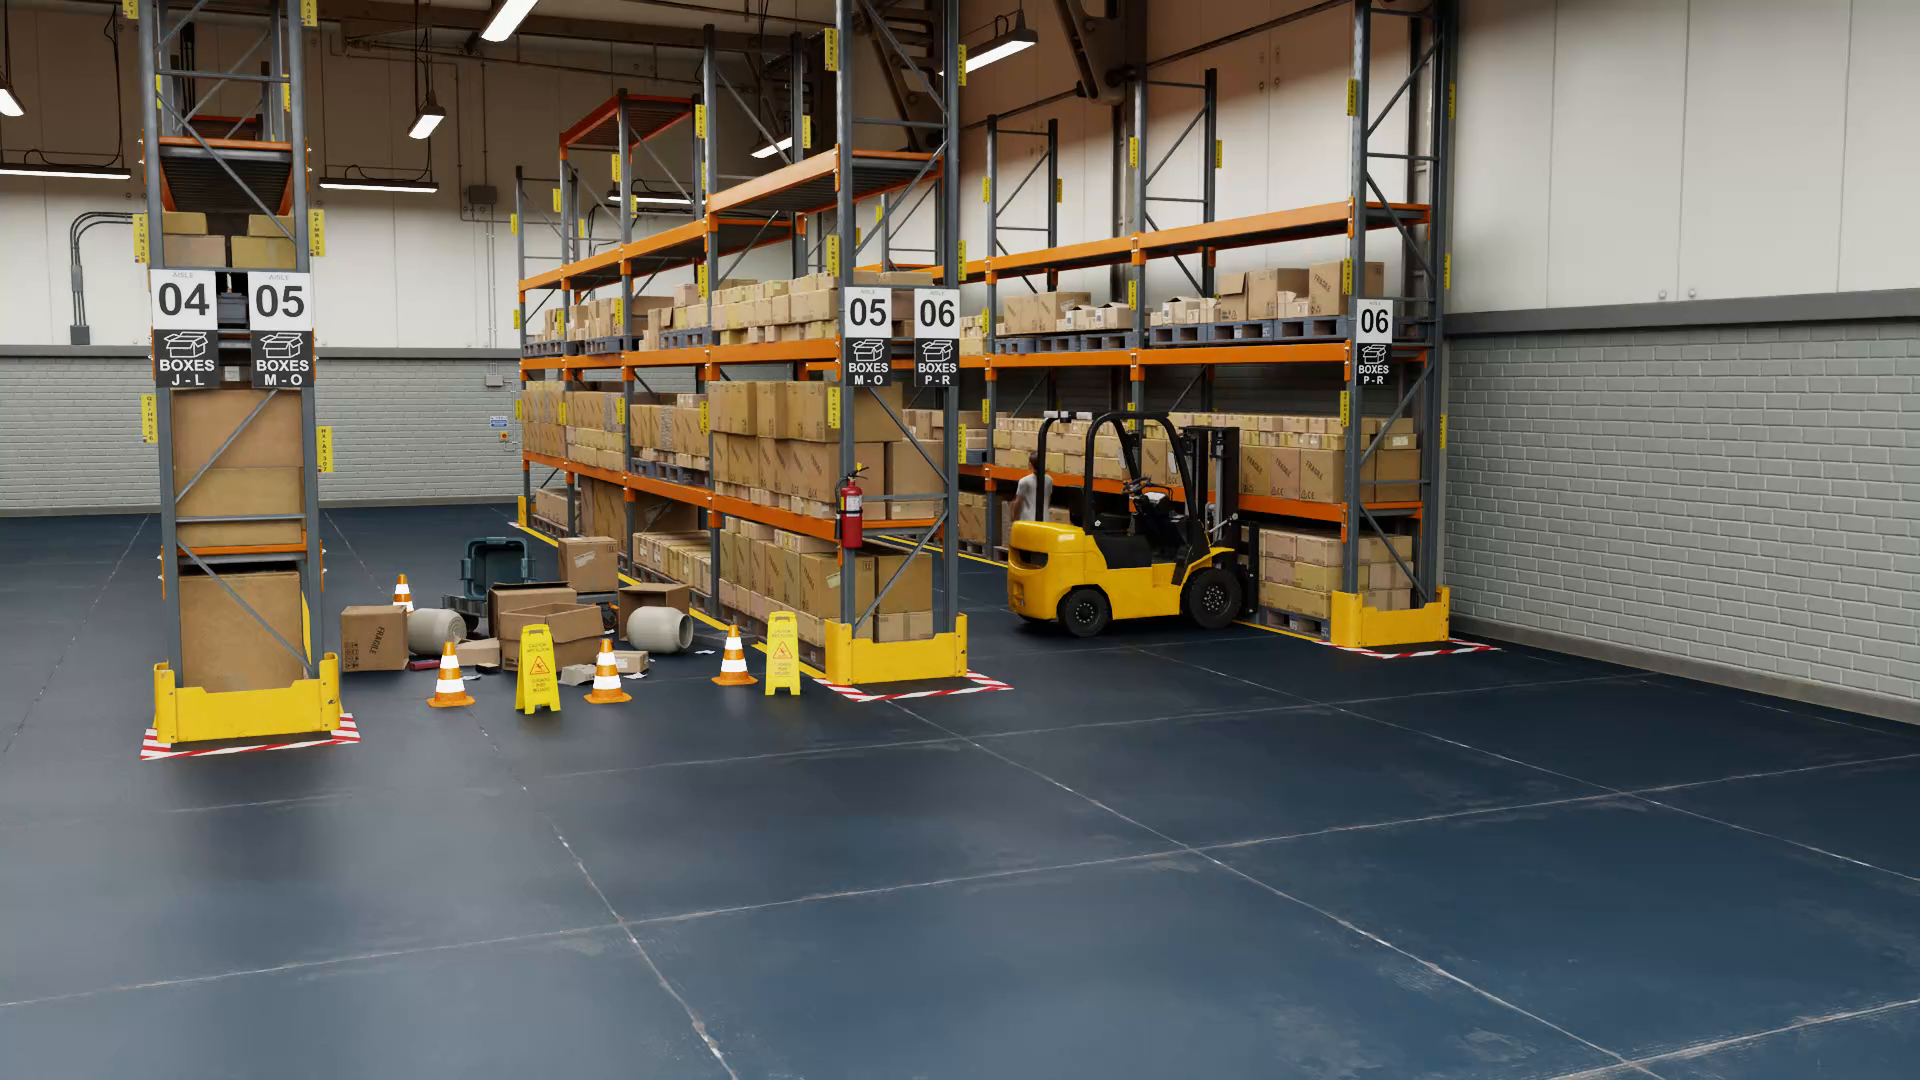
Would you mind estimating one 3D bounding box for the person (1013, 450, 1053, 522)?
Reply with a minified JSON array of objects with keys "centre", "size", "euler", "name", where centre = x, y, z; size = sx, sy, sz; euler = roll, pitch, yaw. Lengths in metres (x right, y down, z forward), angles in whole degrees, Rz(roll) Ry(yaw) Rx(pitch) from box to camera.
[{"centre":[0.817,-0.179,18.882],"size":[0.452,1.664,0.519],"euler":[-2,6,-24],"name":"person"}]
